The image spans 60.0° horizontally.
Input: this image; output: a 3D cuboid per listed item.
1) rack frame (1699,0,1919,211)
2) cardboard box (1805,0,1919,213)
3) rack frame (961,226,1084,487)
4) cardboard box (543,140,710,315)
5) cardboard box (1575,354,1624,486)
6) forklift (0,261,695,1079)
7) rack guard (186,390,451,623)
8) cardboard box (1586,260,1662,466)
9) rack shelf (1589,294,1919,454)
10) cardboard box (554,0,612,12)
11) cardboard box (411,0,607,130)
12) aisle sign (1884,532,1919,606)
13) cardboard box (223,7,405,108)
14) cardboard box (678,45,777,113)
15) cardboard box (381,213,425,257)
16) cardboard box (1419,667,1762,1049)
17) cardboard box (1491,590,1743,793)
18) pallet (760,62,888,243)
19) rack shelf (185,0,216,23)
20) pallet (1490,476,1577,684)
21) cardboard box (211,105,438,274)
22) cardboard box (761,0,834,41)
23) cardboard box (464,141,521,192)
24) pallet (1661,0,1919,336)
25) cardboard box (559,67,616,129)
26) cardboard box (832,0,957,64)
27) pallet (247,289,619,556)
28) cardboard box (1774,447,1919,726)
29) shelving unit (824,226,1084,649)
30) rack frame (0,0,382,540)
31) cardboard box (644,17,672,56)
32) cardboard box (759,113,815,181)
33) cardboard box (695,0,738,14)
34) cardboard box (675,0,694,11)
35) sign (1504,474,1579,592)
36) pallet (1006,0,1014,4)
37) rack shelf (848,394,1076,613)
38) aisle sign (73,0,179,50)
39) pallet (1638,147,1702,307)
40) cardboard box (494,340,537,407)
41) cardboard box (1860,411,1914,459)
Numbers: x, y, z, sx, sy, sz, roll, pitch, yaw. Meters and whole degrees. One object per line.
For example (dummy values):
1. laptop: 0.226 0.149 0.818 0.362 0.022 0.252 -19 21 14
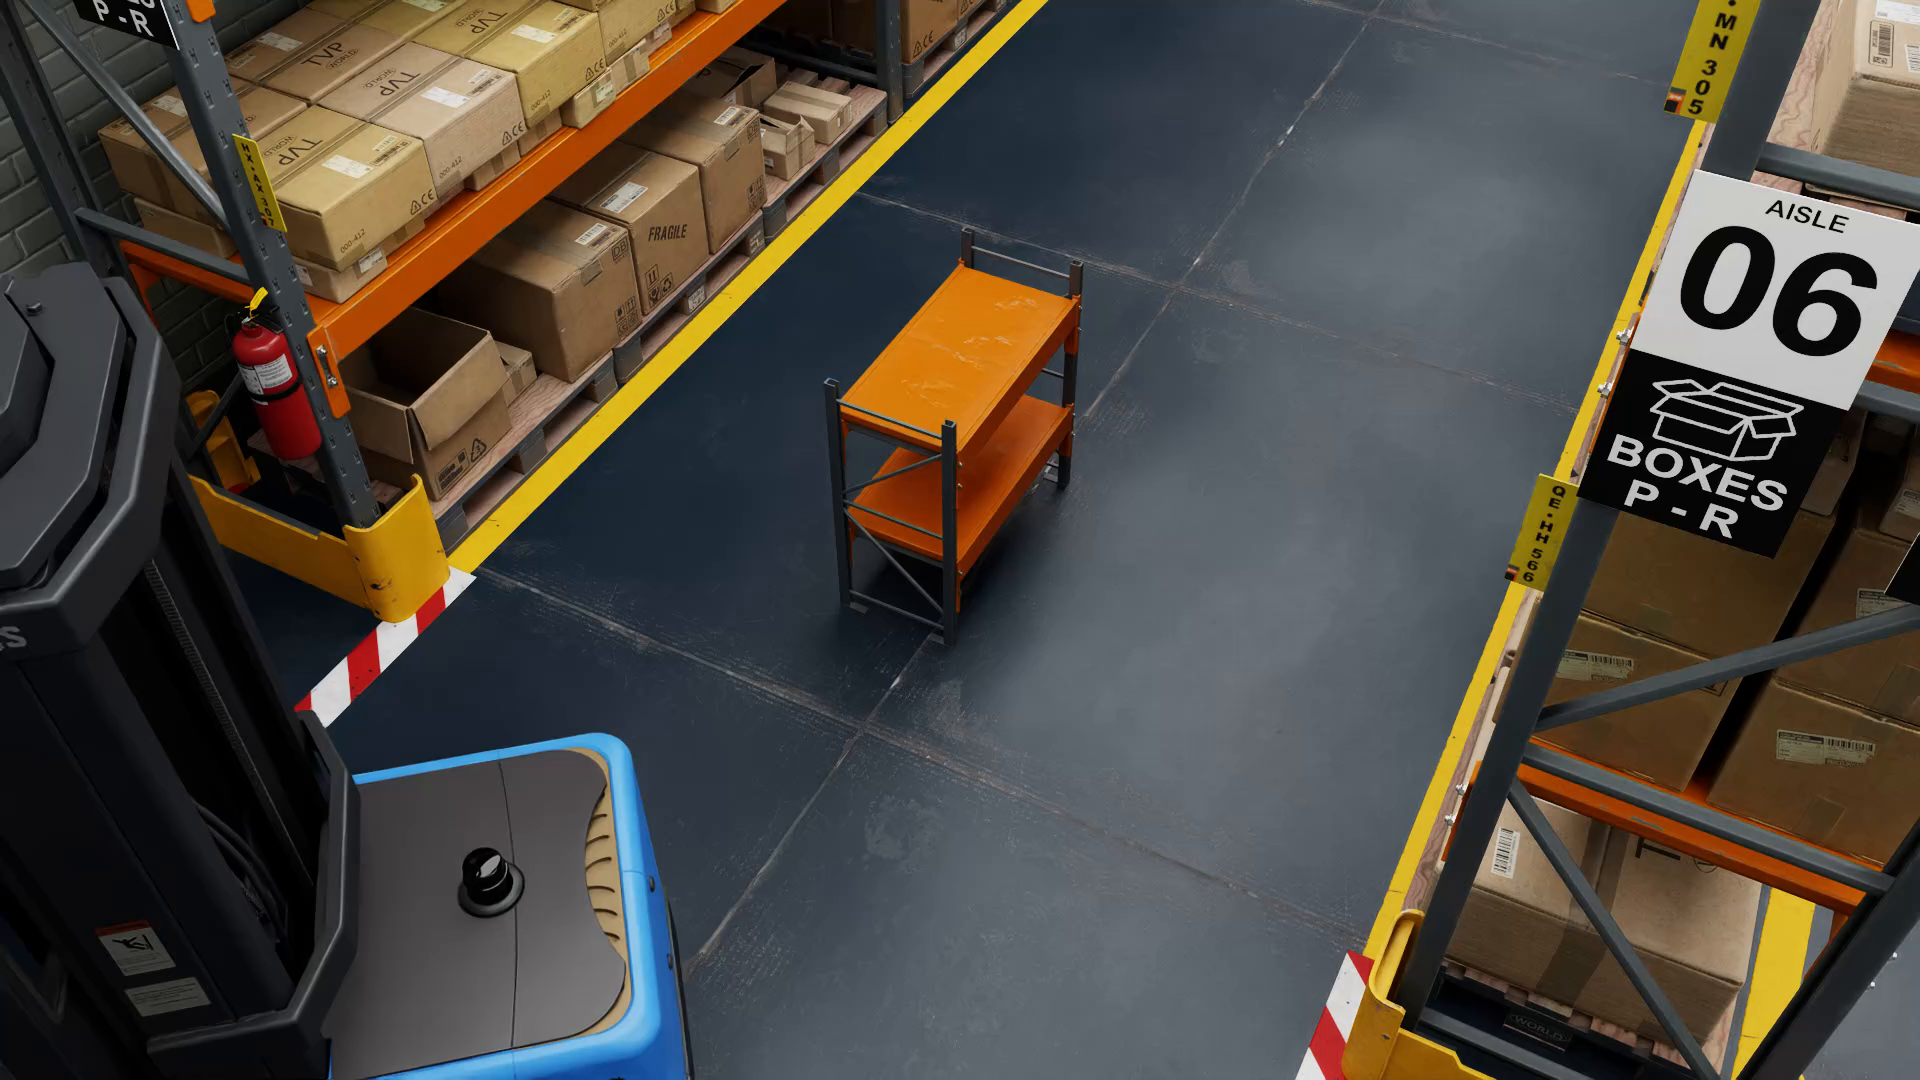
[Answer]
1. rack frame: 1.763 -1.442 1.848 1.000 3.000 0.127 20 49 19
2. cardboard box: 1.892 -0.831 3.093 0.500 0.250 0.500 16 48 15
3. rack frame: 0.233 -0.711 6.662 0.500 1.125 0.032 20 49 19
4. cardboard box: -1.502 -1.418 7.505 0.500 0.500 0.500 21 49 20
5. cardboard box: 2.818 -0.175 6.321 0.875 0.438 0.875 19 48 18
6. forklift: -2.300 0.830 3.869 3.031 2.935 1.130 -9 46 -9
7. rack guard: -2.600 -0.139 6.535 1.175 0.500 0.348 20 49 19
8. cardboard box: 1.992 -0.441 4.303 0.500 0.500 0.500 21 49 19
9. rack shelf: 2.691 -1.394 4.416 1.077 0.370 4.000 20 49 19
10. cardboard box: -1.490 -2.427 6.409 0.500 0.500 0.500 22 49 20
11. cardboard box: -1.720 -1.856 6.372 0.500 0.250 0.500 20 49 18
12. aisle sign: 1.986 -0.106 2.918 0.394 0.787 0.004 20 49 19
13. cardboard box: -2.416 -1.723 6.240 0.500 0.250 0.500 21 49 19
14. cardboard box: -1.294 -2.354 8.562 0.500 0.311 0.500 22 49 20
15. cardboard box: -2.163 -1.173 5.977 0.380 0.149 0.250 22 49 20
16. cardboard box: 1.981 0.971 5.187 0.875 0.438 0.875 19 48 18
17. cardboard box: 1.752 0.241 4.333 0.500 0.500 0.500 21 49 19
18. pallet: -1.098 -2.077 8.654 1.003 0.211 1.213 20 49 19
19. rack shelf: -1.707 -3.031 6.033 1.077 0.370 4.000 20 49 19
20. pallet: 2.632 0.352 6.254 1.003 0.211 1.213 20 49 19
21. cardboard box: -2.186 -1.218 5.741 0.500 0.250 0.500 21 49 19
22. cardboard box: -0.812 -3.165 9.231 0.500 0.500 0.500 20 49 19
23. cardboard box: -1.900 -1.489 6.289 0.380 0.149 0.250 22 49 20
24. pallet: 2.098 -0.827 3.412 1.003 0.211 1.213 20 49 19
25. cardboard box: -1.598 -1.793 6.589 0.380 0.149 0.250 19 48 18
26. cardboard box: -0.355 -2.989 9.057 0.500 0.500 0.500 22 49 21
27. pallet: -2.231 -0.540 7.135 1.003 0.211 1.213 20 49 19
28. cardboard box: 2.238 0.072 3.796 0.500 0.500 0.500 19 48 18
29. shelving unit: -0.003 -0.391 6.346 0.538 1.125 1.048 20 49 19
30. rack frame: -2.635 -0.969 5.599 1.000 3.000 0.127 20 49 19
31. cardboard box: -1.435 -2.151 6.943 0.380 0.149 0.250 20 49 19
32. cardboard box: -0.943 -2.003 8.248 0.396 0.266 0.258 22 49 20
33. cardboard box: -1.143 -2.447 7.236 0.380 0.149 0.250 20 49 18
34. cardboard box: -1.261 -2.509 7.017 0.500 0.250 0.500 20 49 19
35. sign: 1.289 -0.011 3.671 0.100 0.325 0.005 20 49 19
36. pallet: 0.131 -3.805 10.363 1.003 0.211 1.213 20 49 19
37. rack shelf: -0.003 -0.219 6.520 0.538 0.278 1.000 20 49 19
38. aisle sign: -2.407 -1.743 4.536 0.394 0.787 0.004 20 49 19
39. pallet: 3.911 -1.384 7.969 1.003 0.211 1.213 20 49 19
40. cardboard box: -2.036 -0.724 7.065 0.380 0.149 0.250 19 48 18
41. cardboard box: 2.232 -0.268 3.677 0.380 0.149 0.250 22 49 20
